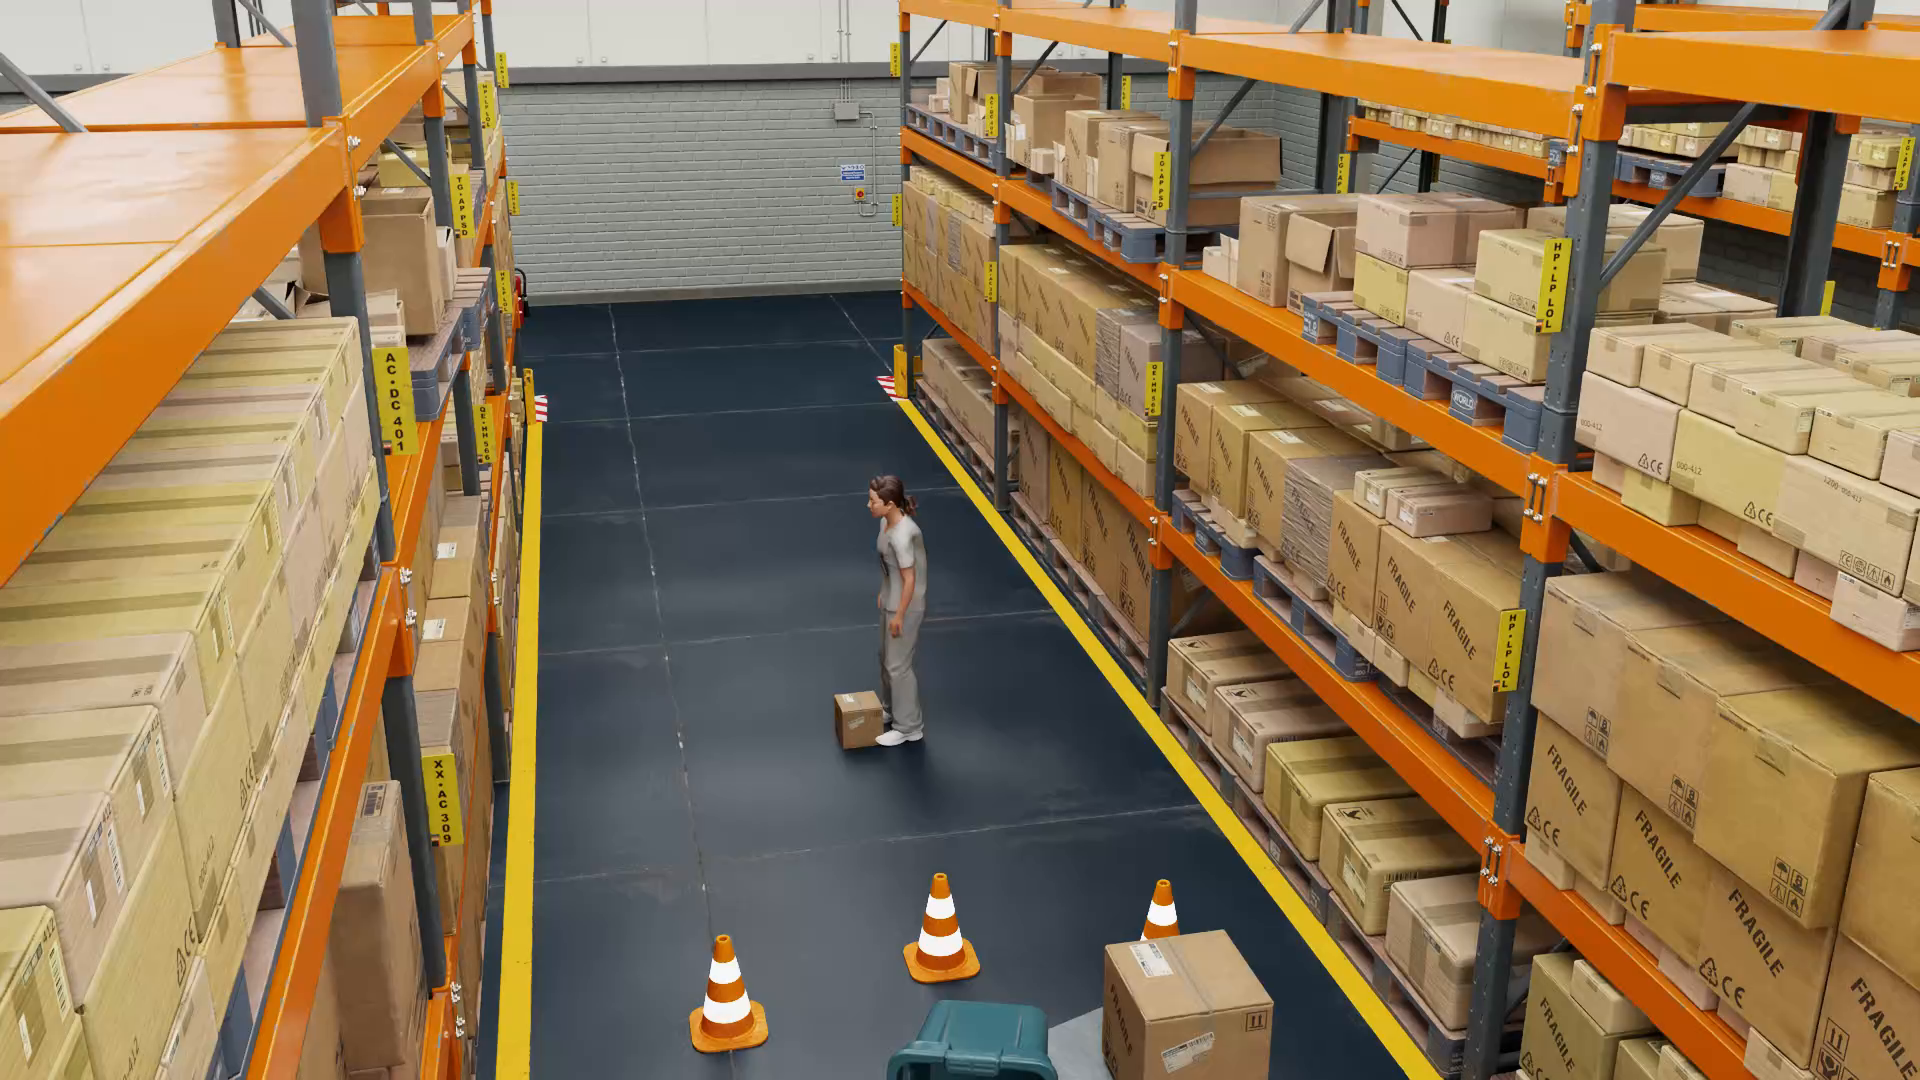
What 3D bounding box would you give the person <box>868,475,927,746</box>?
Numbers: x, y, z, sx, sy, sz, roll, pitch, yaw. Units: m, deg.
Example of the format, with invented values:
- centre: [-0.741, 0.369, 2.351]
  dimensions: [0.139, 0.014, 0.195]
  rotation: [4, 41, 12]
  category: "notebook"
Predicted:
- centre: [-0.380, 0.400, 9.954]
  dimensions: [0.355, 1.673, 0.488]
  rotation: [-4, 20, -12]
  category: "person"
